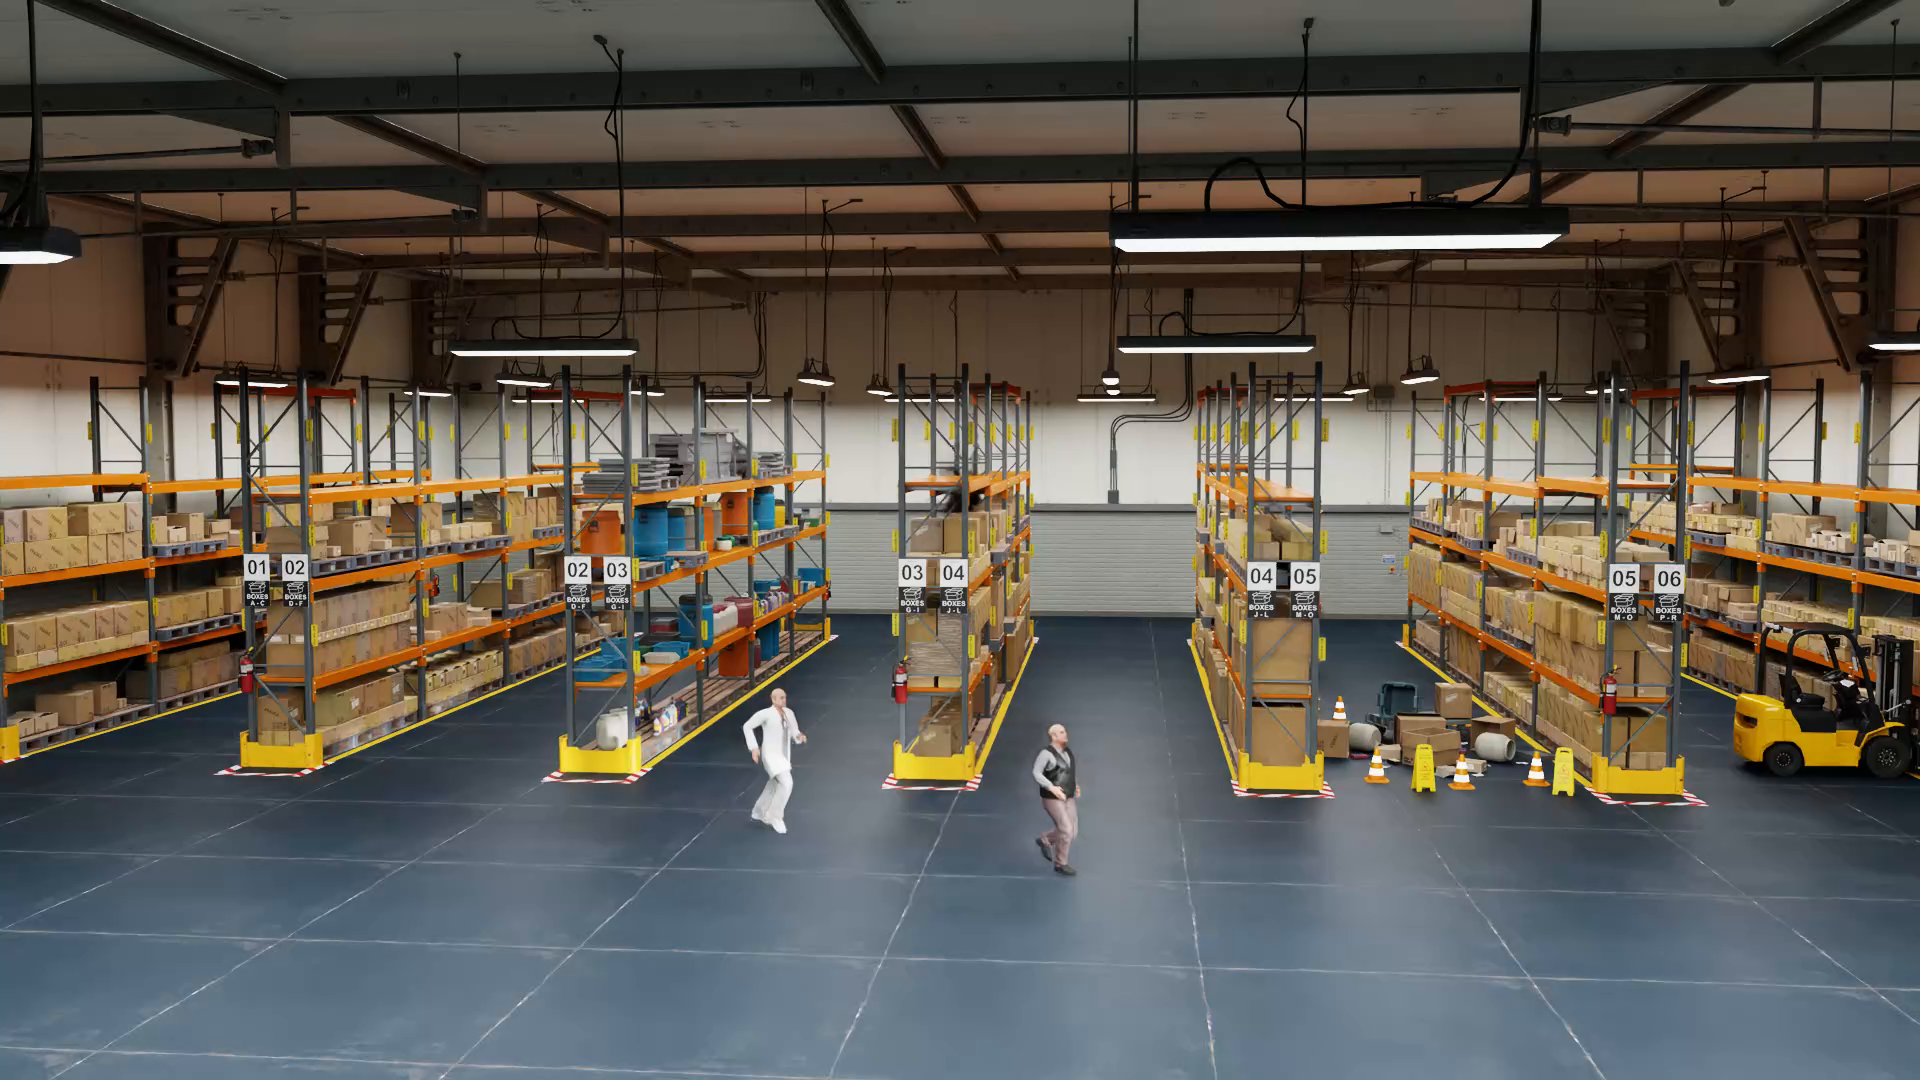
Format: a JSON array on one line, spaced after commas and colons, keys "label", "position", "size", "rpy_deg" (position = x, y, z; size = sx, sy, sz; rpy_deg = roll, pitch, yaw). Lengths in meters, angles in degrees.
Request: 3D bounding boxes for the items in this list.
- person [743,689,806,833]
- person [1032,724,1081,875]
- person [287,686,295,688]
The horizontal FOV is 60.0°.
[{"label": "person", "position": [-2.304, 2.777, 20.958], "size": [0.888, 1.819, 0.666], "rpy_deg": [2, 4, 32]}, {"label": "person", "position": [1.069, 2.943, 18.977], "size": [0.617, 1.695, 0.670], "rpy_deg": [3, 5, 38]}, {"label": "person", "position": [-11.620, 2.245, 29.363], "size": [0.699, 1.741, 0.640], "rpy_deg": [0, 4, 1]}]
